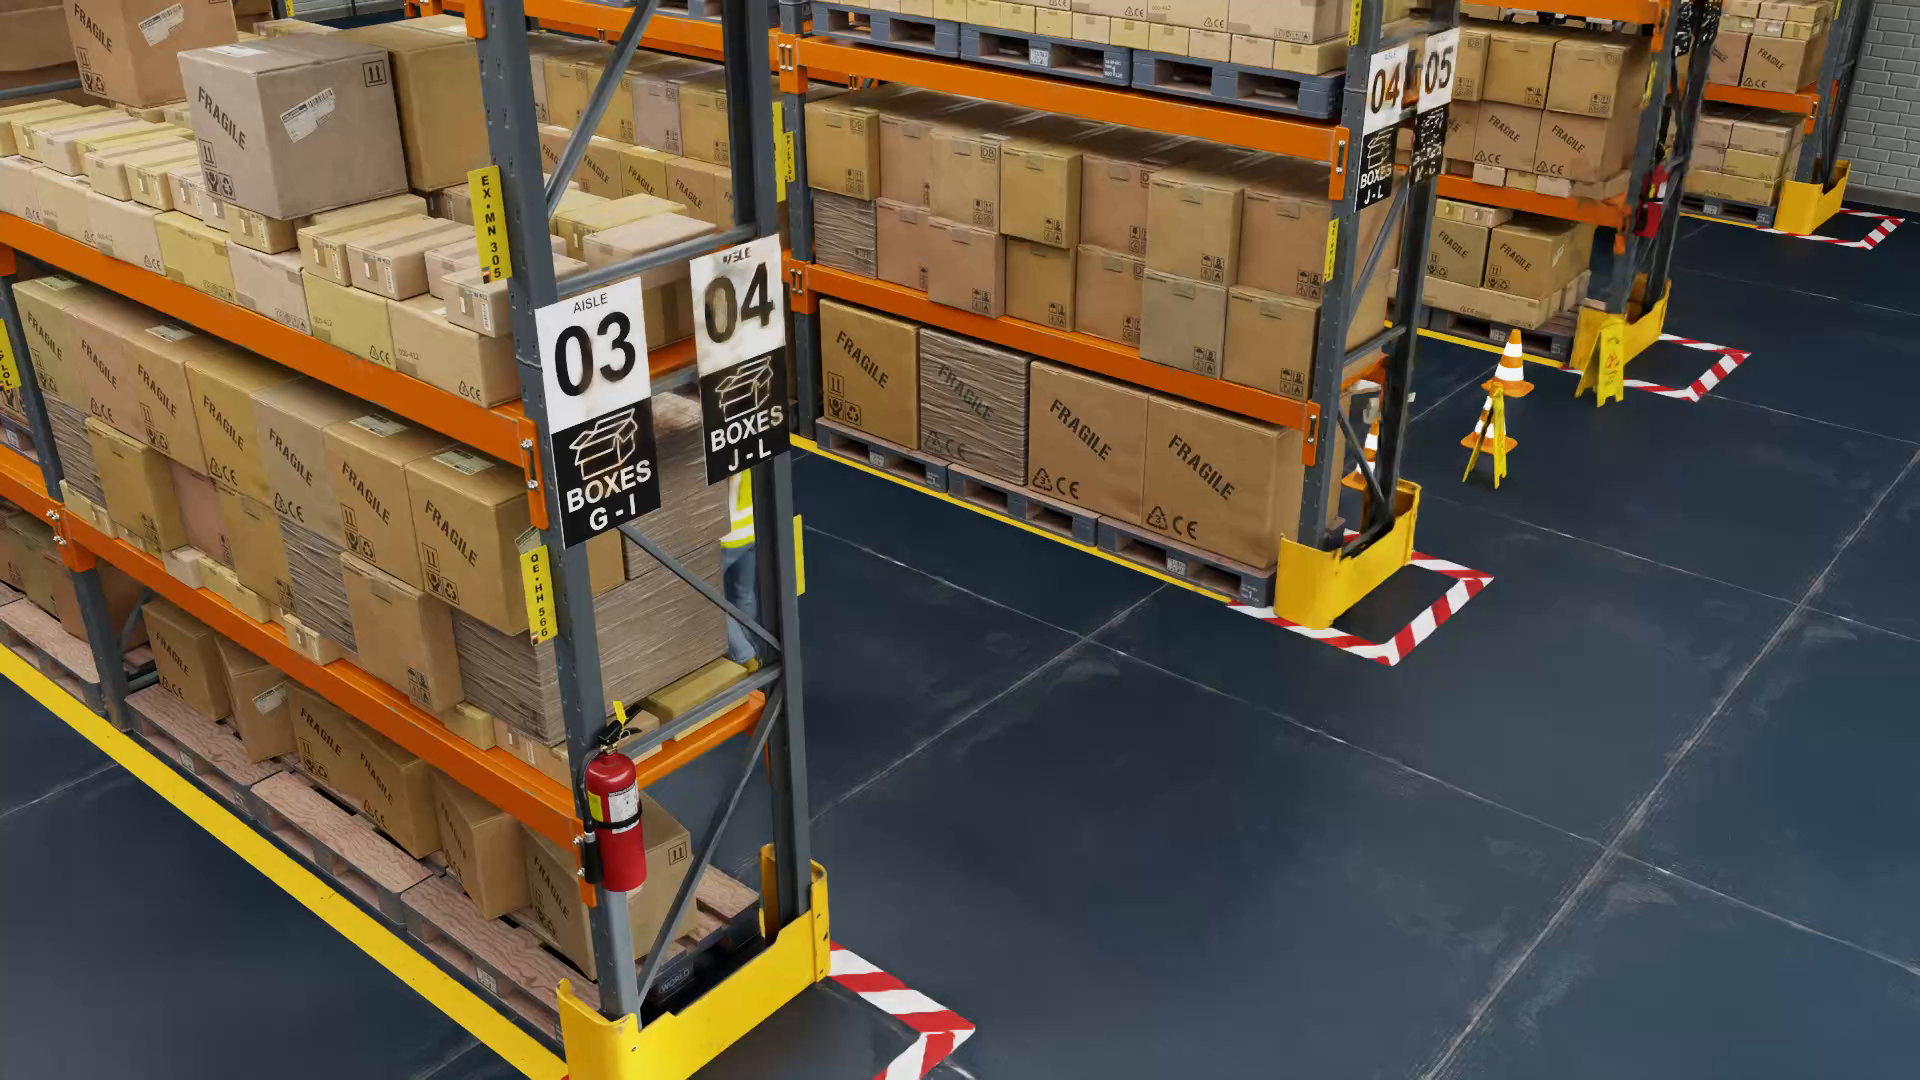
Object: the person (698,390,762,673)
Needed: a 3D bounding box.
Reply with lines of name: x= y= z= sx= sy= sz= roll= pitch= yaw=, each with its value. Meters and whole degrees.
person: x=-1.223 y=-0.028 z=8.696 sx=0.470 sy=1.832 sz=0.581 roll=21 pitch=34 yaw=35
